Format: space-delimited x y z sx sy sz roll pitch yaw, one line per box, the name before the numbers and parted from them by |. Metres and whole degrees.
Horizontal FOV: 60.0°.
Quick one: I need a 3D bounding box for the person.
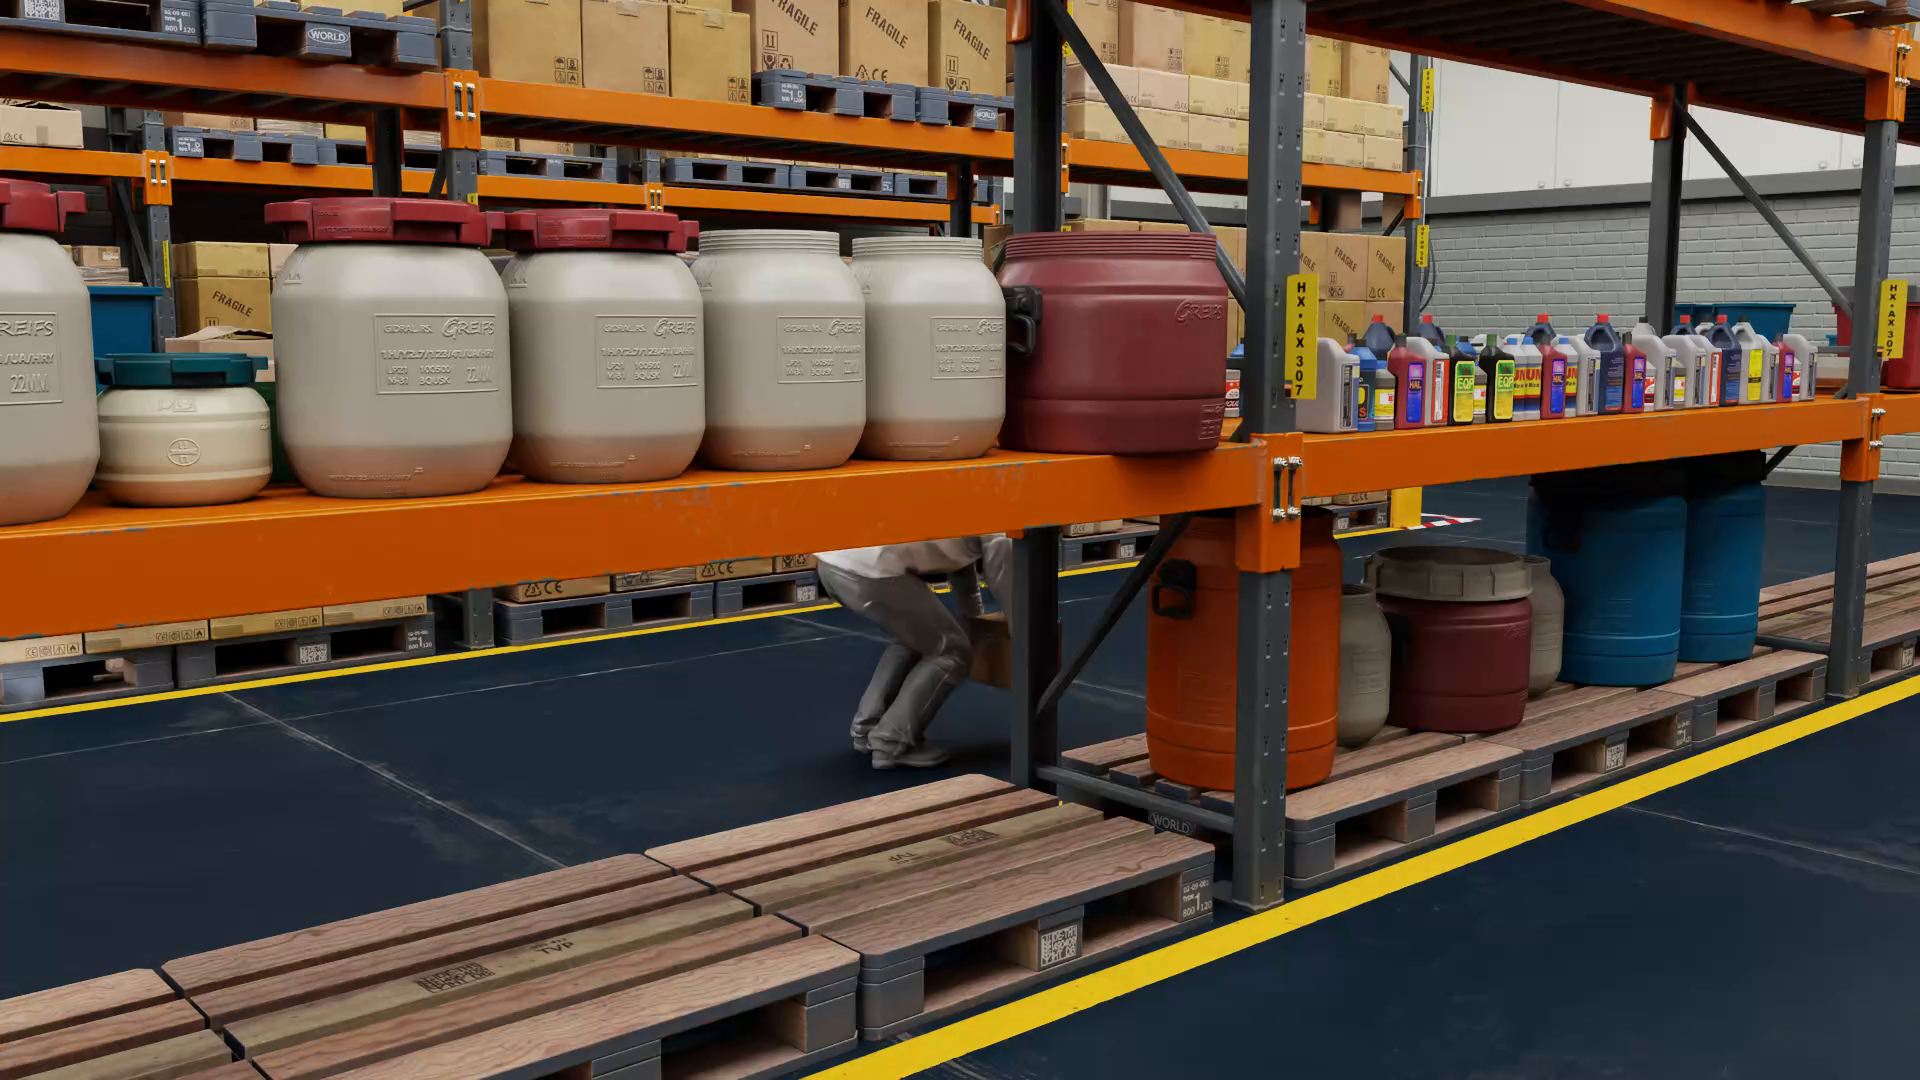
person | -0.050 0.297 6.273 0.999 1.032 0.512 -3 8 -22
